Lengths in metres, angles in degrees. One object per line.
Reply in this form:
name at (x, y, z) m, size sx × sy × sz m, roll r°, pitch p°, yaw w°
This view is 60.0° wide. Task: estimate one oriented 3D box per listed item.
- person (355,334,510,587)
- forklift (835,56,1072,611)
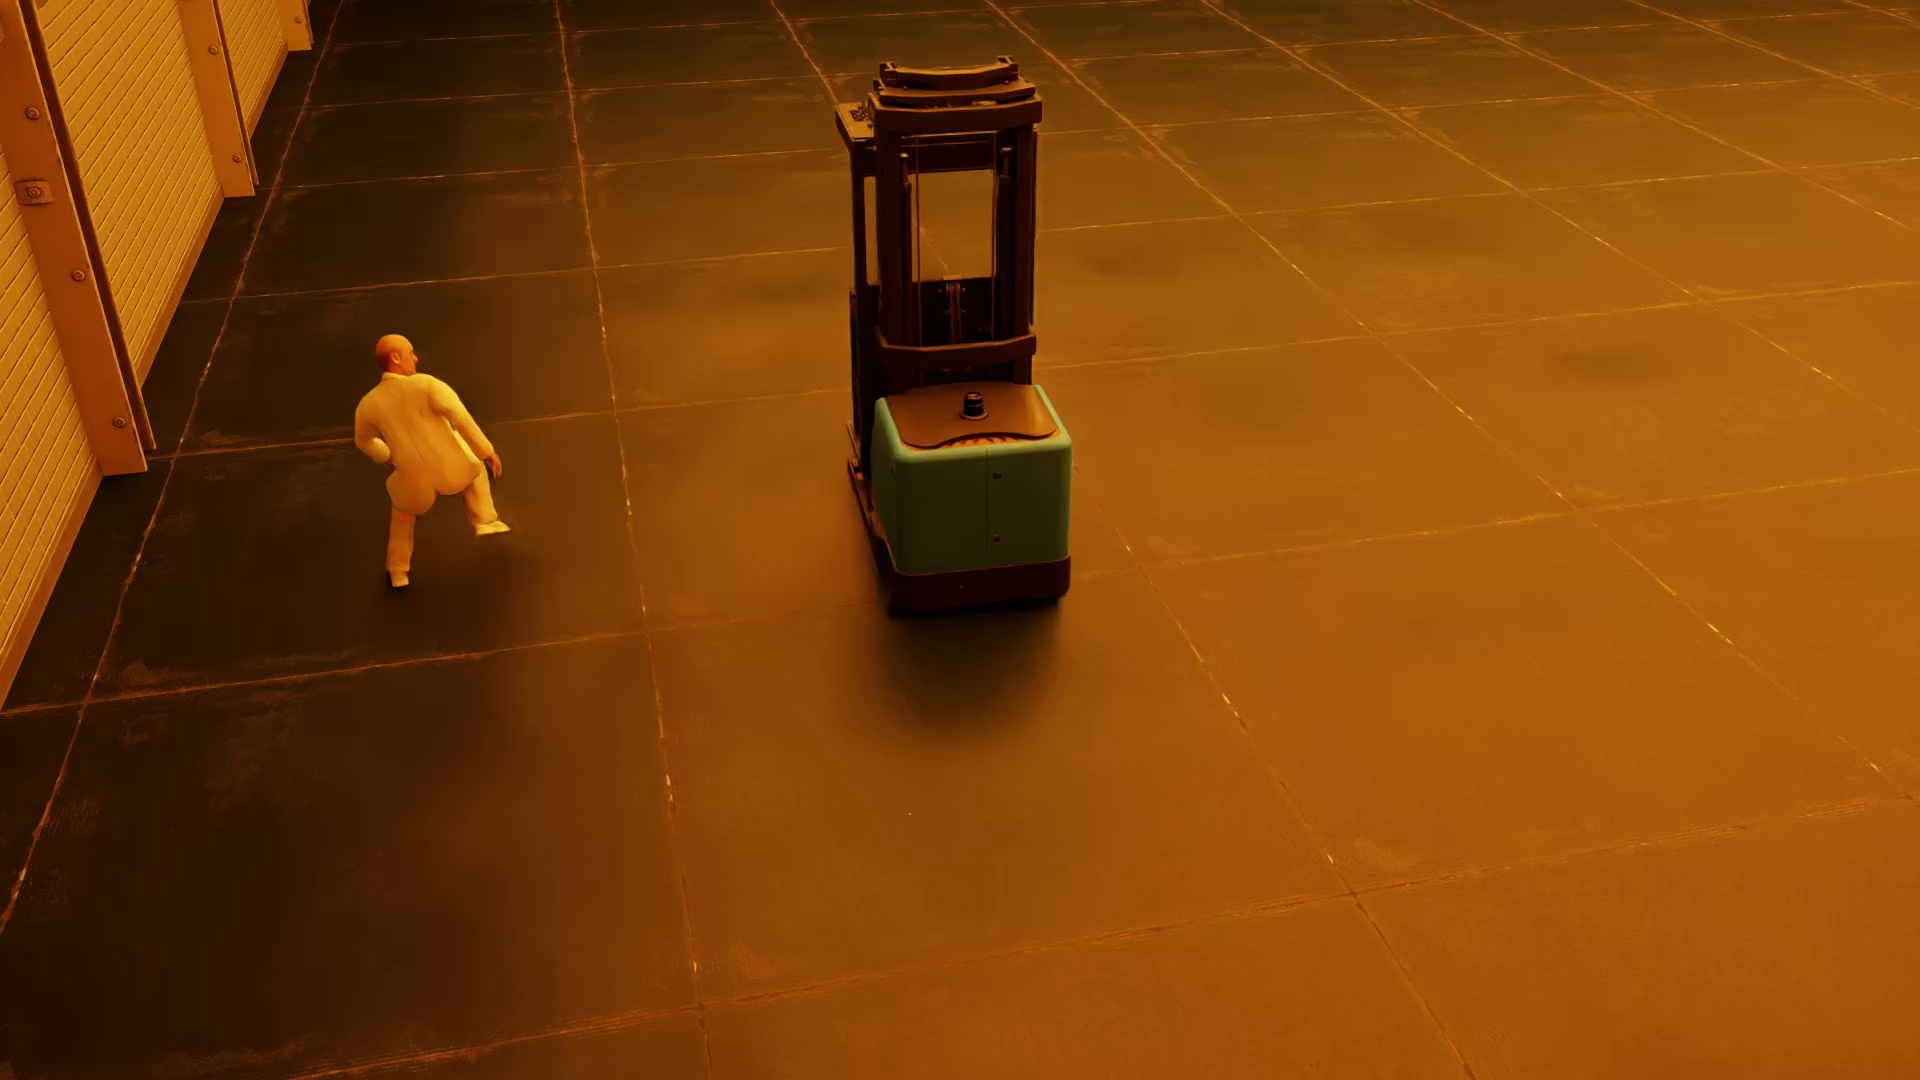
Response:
person at (-3.138, -0.487, 9.891) m, size 0.841 × 1.510 × 0.688 m, roll -5°, pitch 30°, yaw -8°
forklift at (-0.144, -1.580, 10.303) m, size 1.130 × 2.935 × 3.031 m, roll -6°, pitch 31°, yaw -10°
